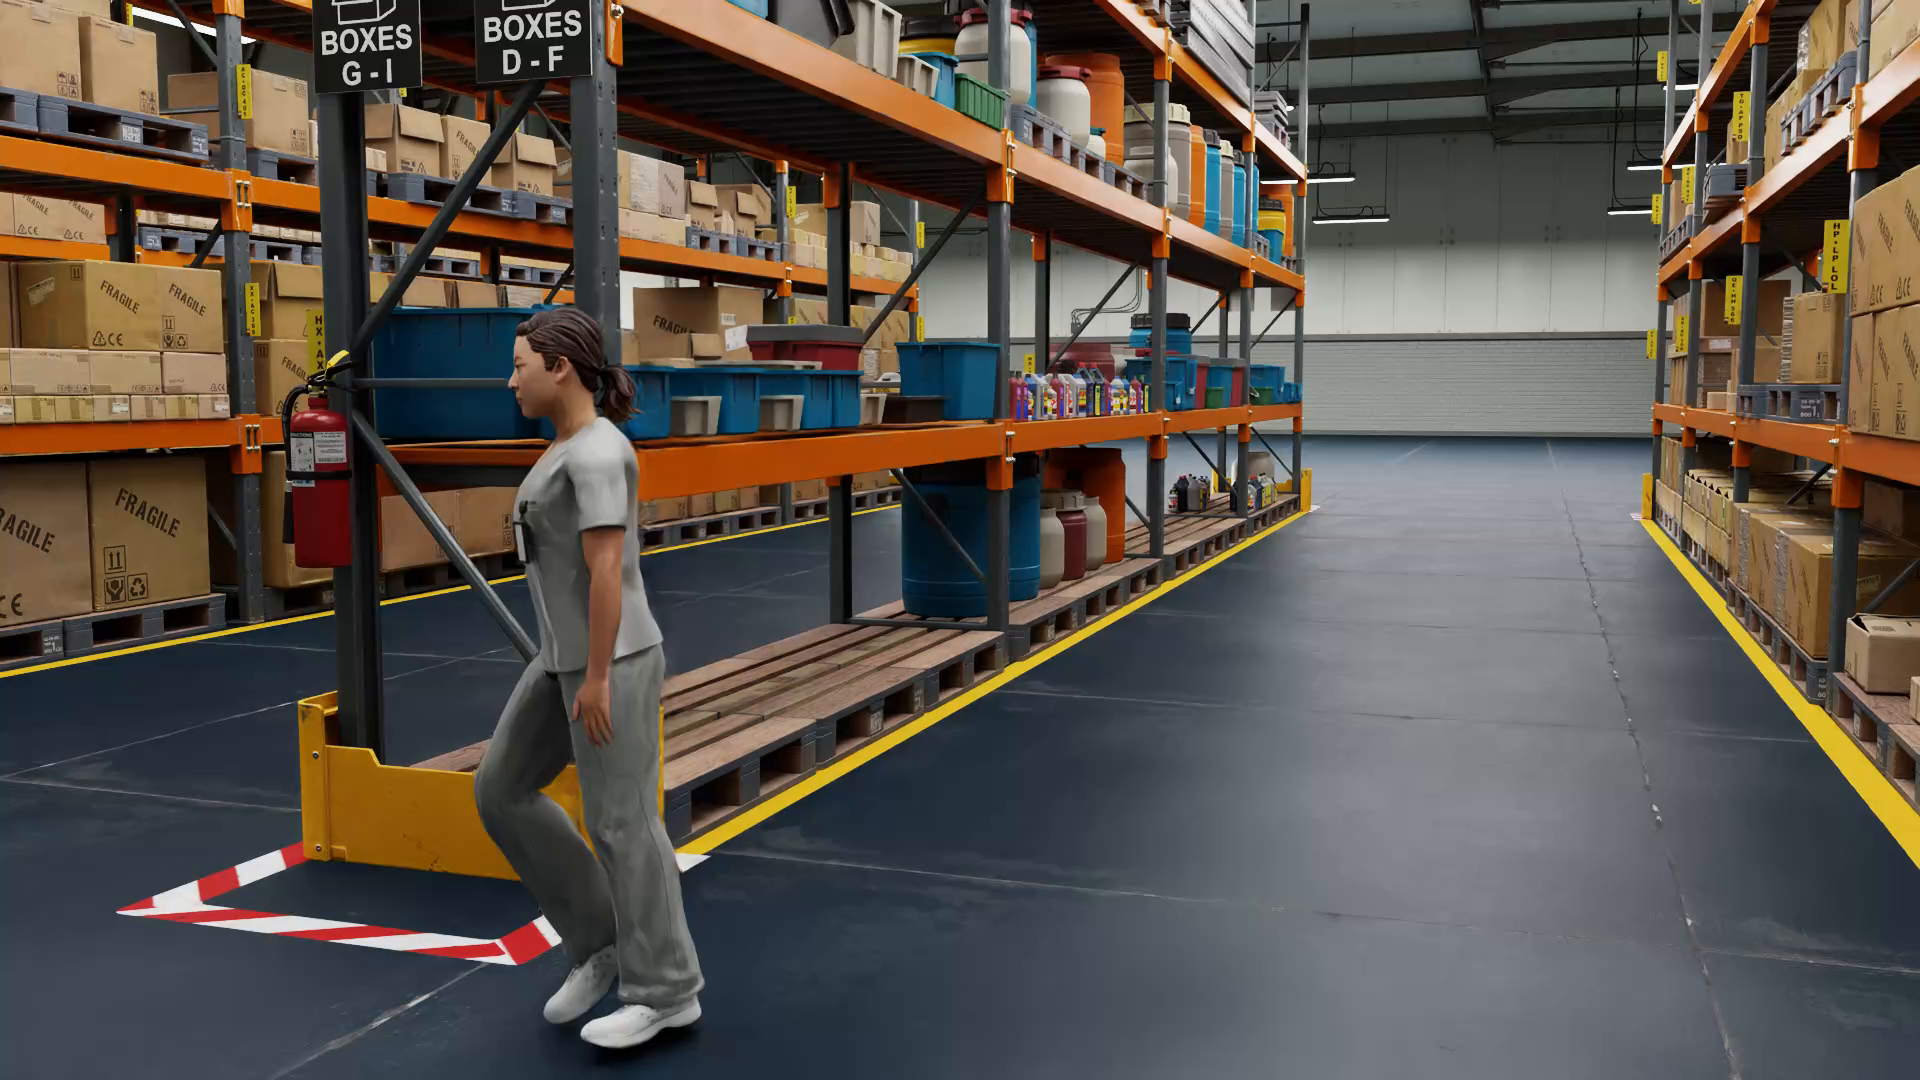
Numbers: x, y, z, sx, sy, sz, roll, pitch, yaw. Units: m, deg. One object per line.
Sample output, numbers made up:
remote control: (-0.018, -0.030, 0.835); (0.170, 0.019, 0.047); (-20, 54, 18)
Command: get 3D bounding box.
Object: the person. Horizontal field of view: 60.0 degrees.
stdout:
person: (-0.867, 0.299, 3.827); (0.467, 1.660, 0.515); (-3, 6, -26)
